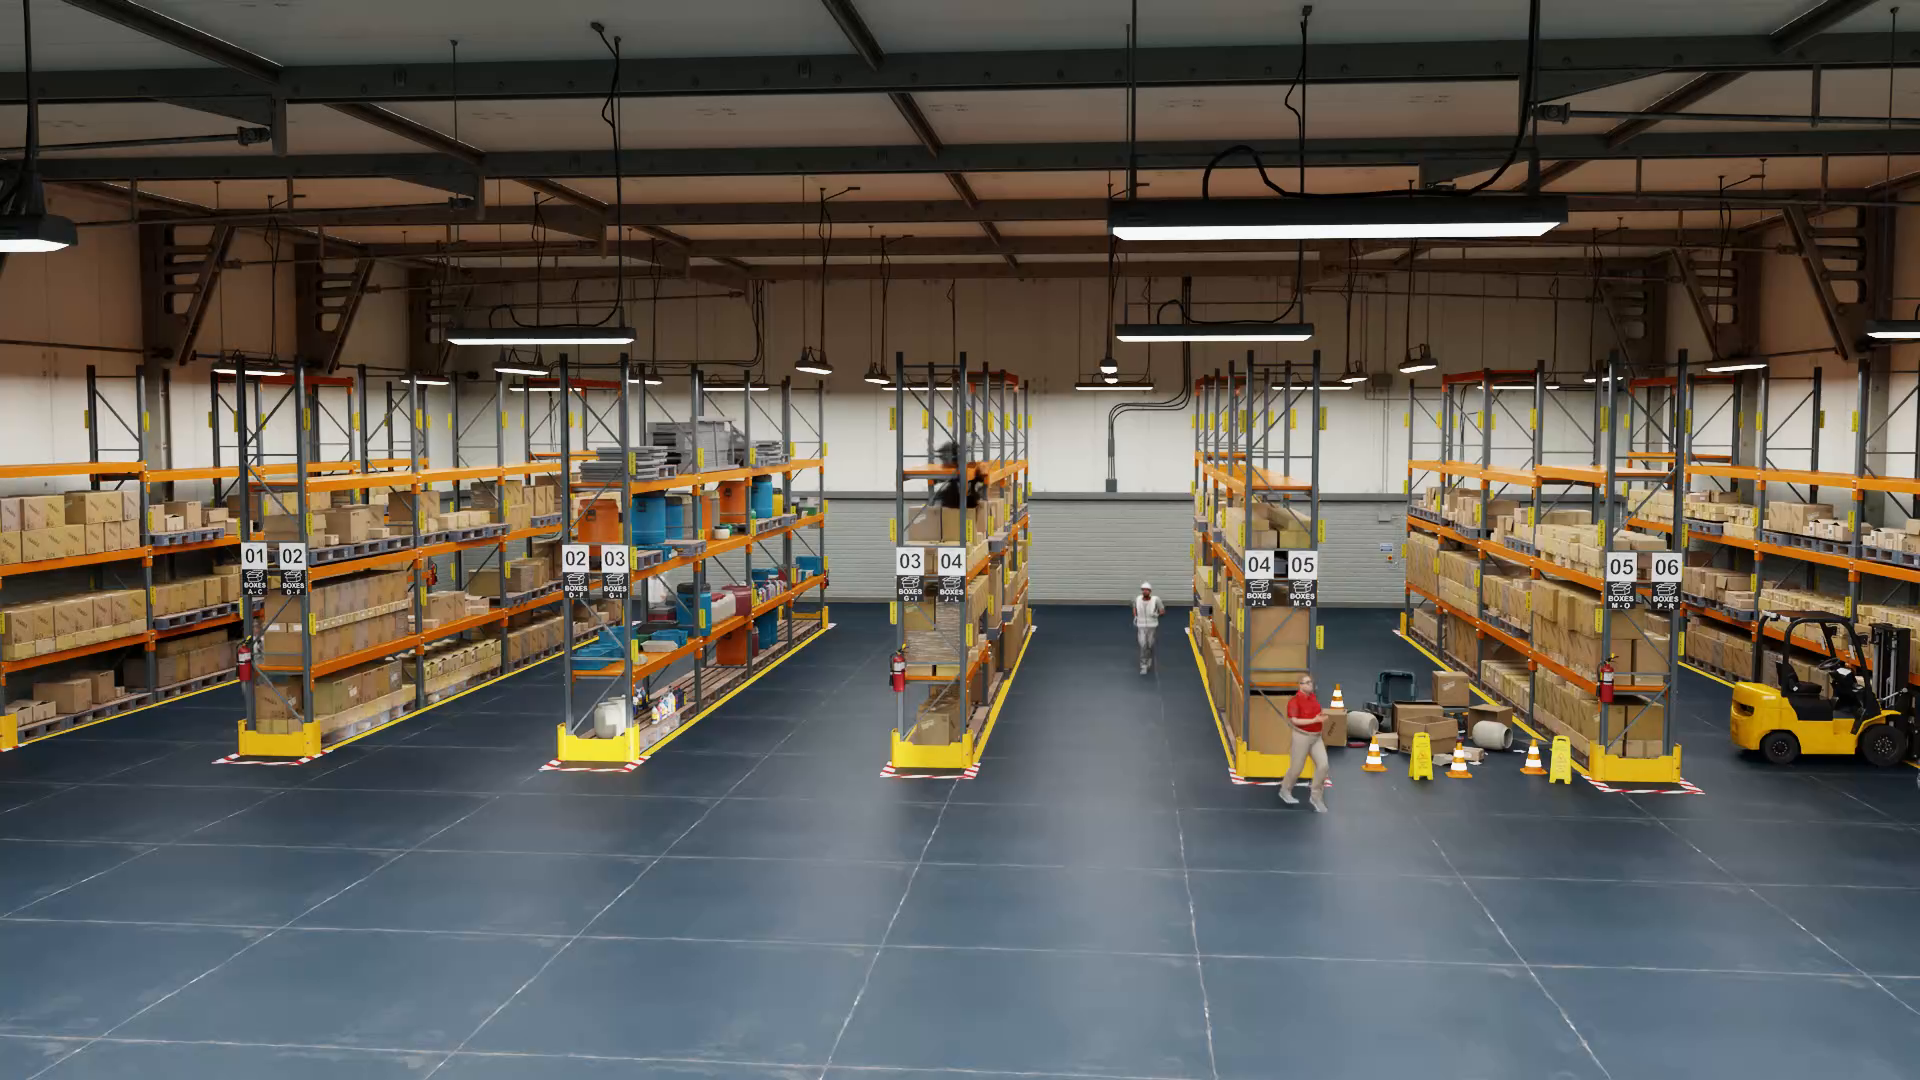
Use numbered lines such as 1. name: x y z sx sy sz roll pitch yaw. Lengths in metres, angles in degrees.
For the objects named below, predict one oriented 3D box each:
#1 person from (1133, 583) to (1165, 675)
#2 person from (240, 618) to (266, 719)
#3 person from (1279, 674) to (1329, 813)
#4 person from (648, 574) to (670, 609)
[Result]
1. person: 3.761 1.749 33.203 0.665 1.796 0.926 1 4 11
2. person: -11.850 2.176 27.941 0.576 1.749 0.732 -1 4 -9
3. person: 4.450 2.626 21.457 0.639 1.799 0.761 -3 5 -33
4. person: -7.016 1.413 38.264 0.651 1.726 0.583 0 4 -4
